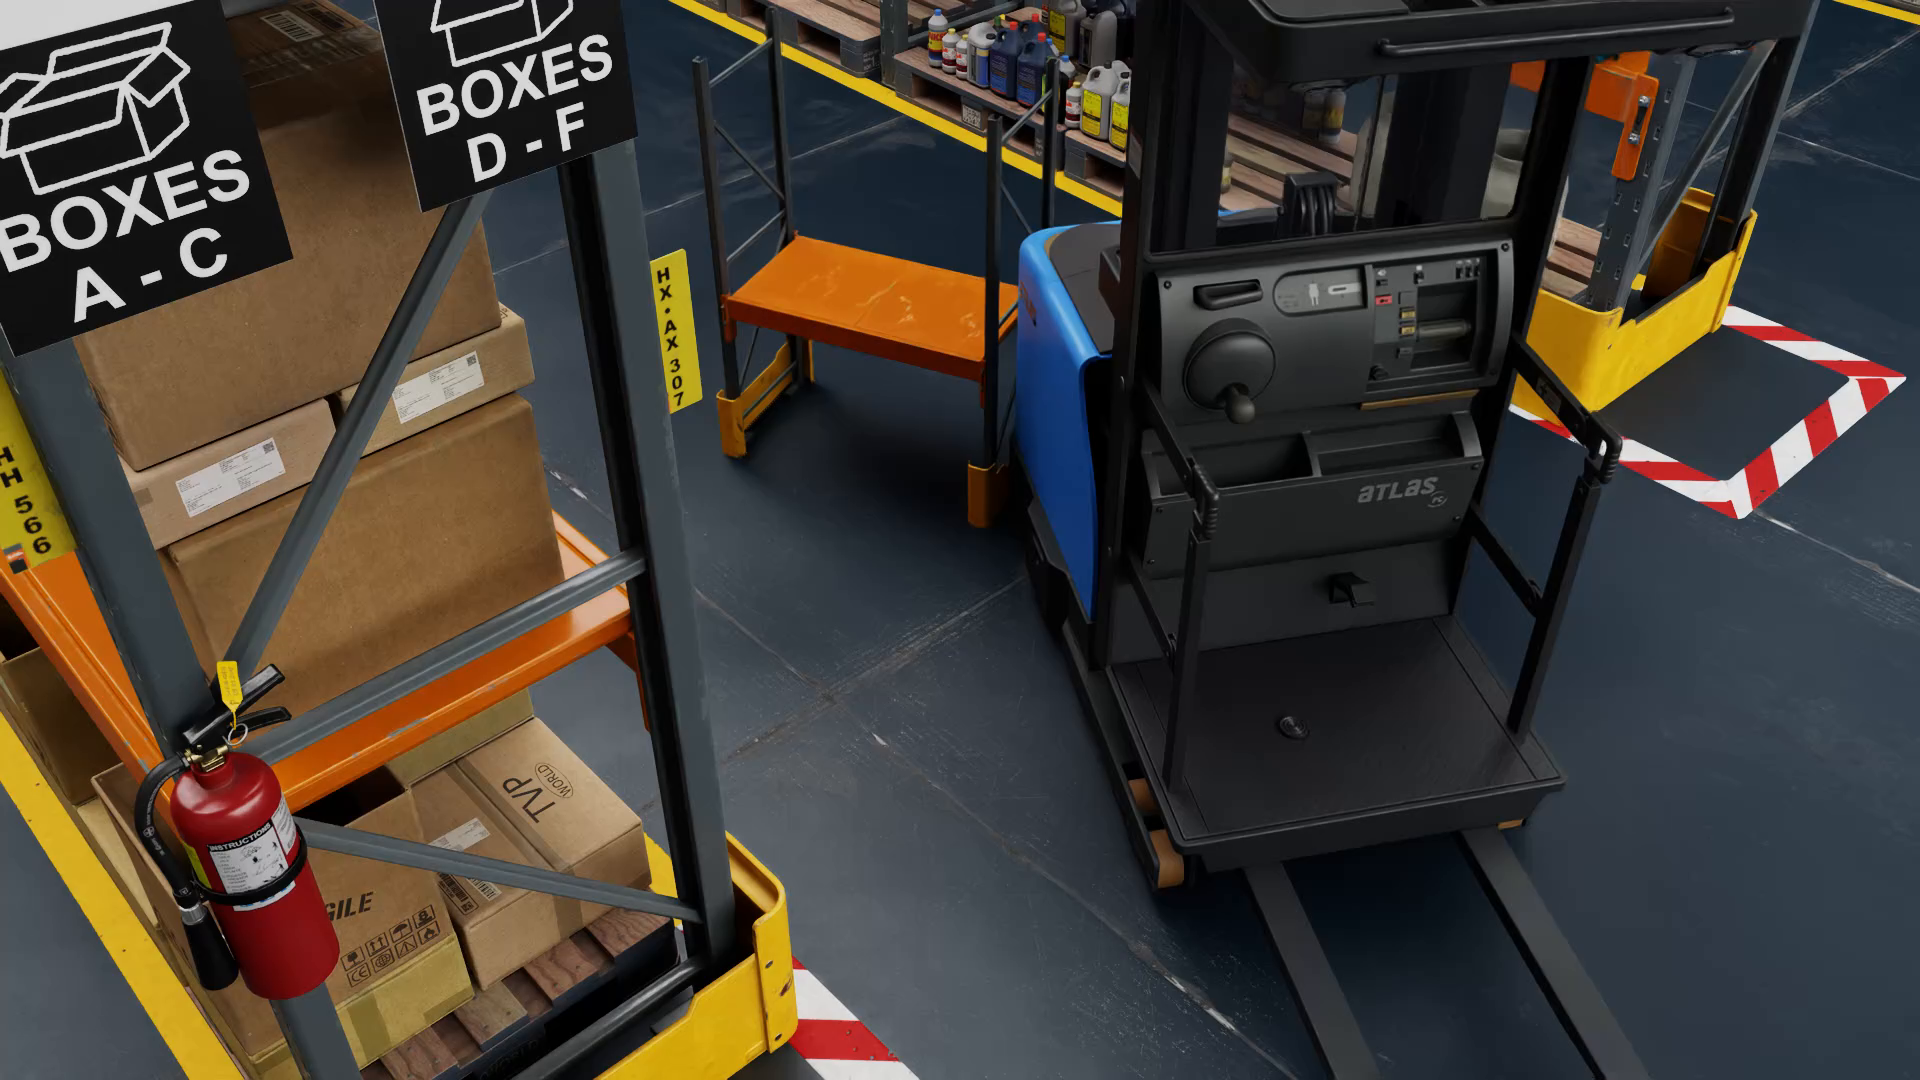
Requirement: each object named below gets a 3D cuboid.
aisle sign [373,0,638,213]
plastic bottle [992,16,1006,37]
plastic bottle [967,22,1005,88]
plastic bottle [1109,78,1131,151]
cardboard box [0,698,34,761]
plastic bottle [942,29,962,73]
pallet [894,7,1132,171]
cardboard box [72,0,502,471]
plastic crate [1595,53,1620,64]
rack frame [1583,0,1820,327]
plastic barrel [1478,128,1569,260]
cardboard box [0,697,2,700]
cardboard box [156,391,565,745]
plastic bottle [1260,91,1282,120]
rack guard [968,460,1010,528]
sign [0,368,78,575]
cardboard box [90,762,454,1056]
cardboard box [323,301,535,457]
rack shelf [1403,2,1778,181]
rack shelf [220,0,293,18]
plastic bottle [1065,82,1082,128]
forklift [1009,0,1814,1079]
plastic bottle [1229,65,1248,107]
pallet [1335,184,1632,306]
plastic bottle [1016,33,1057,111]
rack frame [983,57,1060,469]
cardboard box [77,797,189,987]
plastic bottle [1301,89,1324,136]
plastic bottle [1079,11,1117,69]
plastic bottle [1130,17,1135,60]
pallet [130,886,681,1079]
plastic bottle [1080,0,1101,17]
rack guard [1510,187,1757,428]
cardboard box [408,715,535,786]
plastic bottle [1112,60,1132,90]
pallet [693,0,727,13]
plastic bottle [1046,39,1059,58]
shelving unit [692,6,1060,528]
[{"bbox_3d":[-0.677,-0.889,2.395,0.394,0.787,0.004,-30,48,-32],"label":"aisle sign"},{"bbox_3d":[0.208,-2.421,8.172,0.061,0.283,0.133,-30,48,-32],"label":"plastic bottle"},{"bbox_3d":[0.130,-2.372,8.118,0.152,0.276,0.135,-28,47,-30],"label":"plastic bottle"},{"bbox_3d":[0.780,-1.953,7.539,0.144,0.351,0.185,-28,47,-30],"label":"plastic bottle"},{"bbox_3d":[-2.551,0.317,4.825,0.500,0.250,0.500,-30,48,-32],"label":"cardboard box"},{"bbox_3d":[-0.040,-2.434,8.254,0.097,0.201,0.097,0,39,0],"label":"plastic bottle"},{"bbox_3d":[0.422,-2.319,8.453,1.003,0.211,1.213,-30,48,-32],"label":"pallet"},{"bbox_3d":[-1.289,-0.568,2.953,0.700,0.500,0.500,-30,48,-32],"label":"cardboard box"},{"bbox_3d":[2.145,-1.928,5.868,0.499,0.251,0.616,-30,48,-32],"label":"plastic crate"},{"bbox_3d":[2.704,-1.881,5.692,1.000,3.000,0.127,-30,48,-32],"label":"rack frame"},{"bbox_3d":[2.202,-1.349,6.679,0.421,0.512,0.421,0,39,0],"label":"plastic barrel"},{"bbox_3d":[-2.553,0.026,4.587,0.500,0.500,0.500,-30,48,-32],"label":"cardboard box"},{"bbox_3d":[-1.254,-0.038,3.331,0.700,0.500,0.500,-30,48,-32],"label":"cardboard box"},{"bbox_3d":[1.475,-2.121,7.810,0.097,0.271,0.097,0,39,0],"label":"plastic bottle"},{"bbox_3d":[0.180,-0.314,5.940,0.087,0.250,0.587,16,42,19],"label":"rack guard"},{"bbox_3d":[-1.356,-0.096,2.372,0.100,0.325,0.005,-30,48,-32],"label":"sign"},{"bbox_3d":[-1.529,0.715,3.735,0.500,0.500,0.500,-30,48,-32],"label":"cardboard box"},{"bbox_3d":[-1.054,-0.342,3.191,0.380,0.149,0.250,-30,48,-32],"label":"cardboard box"},{"bbox_3d":[1.351,-2.527,7.064,1.077,0.370,4.000,-30,48,-32],"label":"rack shelf"},{"bbox_3d":[-2.300,-1.591,3.517,1.077,0.370,4.000,-30,48,-32],"label":"rack shelf"},{"bbox_3d":[0.541,-2.037,7.762,0.097,0.201,0.097,0,39,0],"label":"plastic bottle"},{"bbox_3d":[0.983,-0.447,3.970,1.130,2.935,3.031,-8,40,-9],"label":"forklift"},{"bbox_3d":[1.341,-2.186,7.946,0.097,0.201,0.097,0,39,0],"label":"plastic bottle"},{"bbox_3d":[2.072,-1.190,7.055,1.003,0.211,1.213,-30,48,-32],"label":"pallet"},{"bbox_3d":[0.366,-2.236,7.889,0.185,0.351,0.144,32,49,33],"label":"plastic bottle"},{"bbox_3d":[0.197,-0.795,5.541,0.032,1.500,0.500,16,42,19],"label":"rack frame"},{"bbox_3d":[-1.875,0.779,4.252,0.500,0.250,0.500,-30,48,-32],"label":"cardboard box"},{"bbox_3d":[1.637,-1.983,7.695,0.097,0.201,0.097,0,39,0],"label":"plastic bottle"},{"bbox_3d":[0.684,-2.505,8.282,0.152,0.276,0.135,-30,48,-32],"label":"plastic bottle"},{"bbox_3d":[0.917,-2.525,8.301,0.061,0.283,0.133,-27,46,-29],"label":"plastic bottle"},{"bbox_3d":[-1.495,0.971,4.380,1.003,0.211,1.213,-30,48,-32],"label":"pallet"},{"bbox_3d":[0.646,-2.698,8.461,0.144,0.351,0.185,-31,48,-33],"label":"plastic bottle"},{"bbox_3d":[2.618,-0.924,6.496,1.175,0.500,0.348,-30,48,-32],"label":"rack guard"},{"bbox_3d":[-1.487,0.556,4.529,0.500,0.250,0.500,-30,48,-32],"label":"cardboard box"},{"bbox_3d":[0.746,-2.085,7.761,0.152,0.276,0.135,-30,48,-32],"label":"plastic bottle"},{"bbox_3d":[-1.391,-3.559,9.989,1.003,0.211,1.213,-30,48,-32],"label":"pallet"},{"bbox_3d":[0.426,-2.276,8.003,0.097,0.271,0.097,0,39,0],"label":"plastic bottle"},{"bbox_3d":[-0.273,-0.931,5.709,1.083,1.500,0.587,16,42,19],"label":"shelving unit"}]
